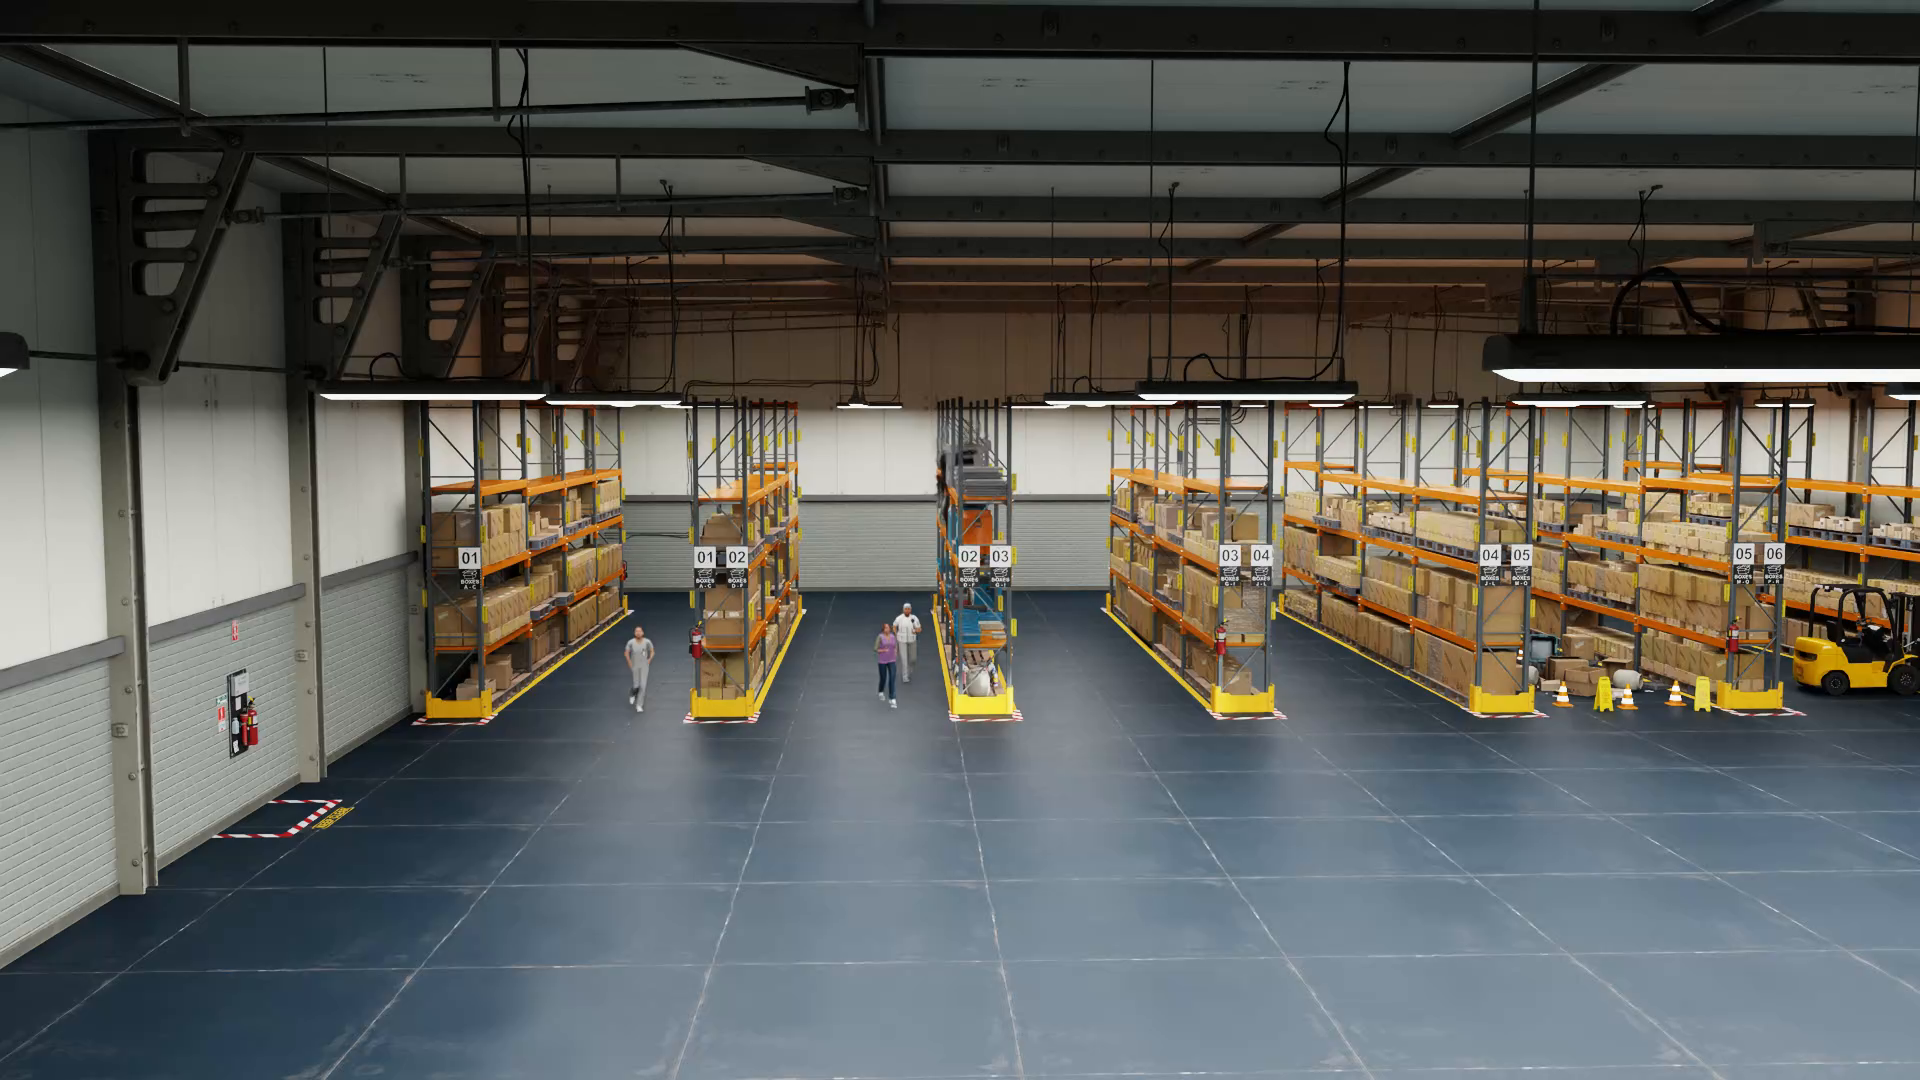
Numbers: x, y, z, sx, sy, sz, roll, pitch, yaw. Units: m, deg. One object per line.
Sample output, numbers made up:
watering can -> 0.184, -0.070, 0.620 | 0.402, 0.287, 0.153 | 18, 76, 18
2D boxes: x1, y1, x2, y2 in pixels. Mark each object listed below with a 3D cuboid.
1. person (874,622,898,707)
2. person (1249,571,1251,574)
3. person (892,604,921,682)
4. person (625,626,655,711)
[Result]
person -> -1.431, 2.398, 32.380 | 0.531, 1.607, 0.838 | -1, 5, -16
person -> 8.598, 1.129, 48.331 | 0.707, 1.796, 0.660 | -4, 6, -43
person -> -1.129, 2.175, 35.402 | 0.620, 1.623, 0.802 | 0, 4, -6
person -> -6.134, 2.452, 31.914 | 0.560, 1.639, 0.605 | -1, 5, -14
